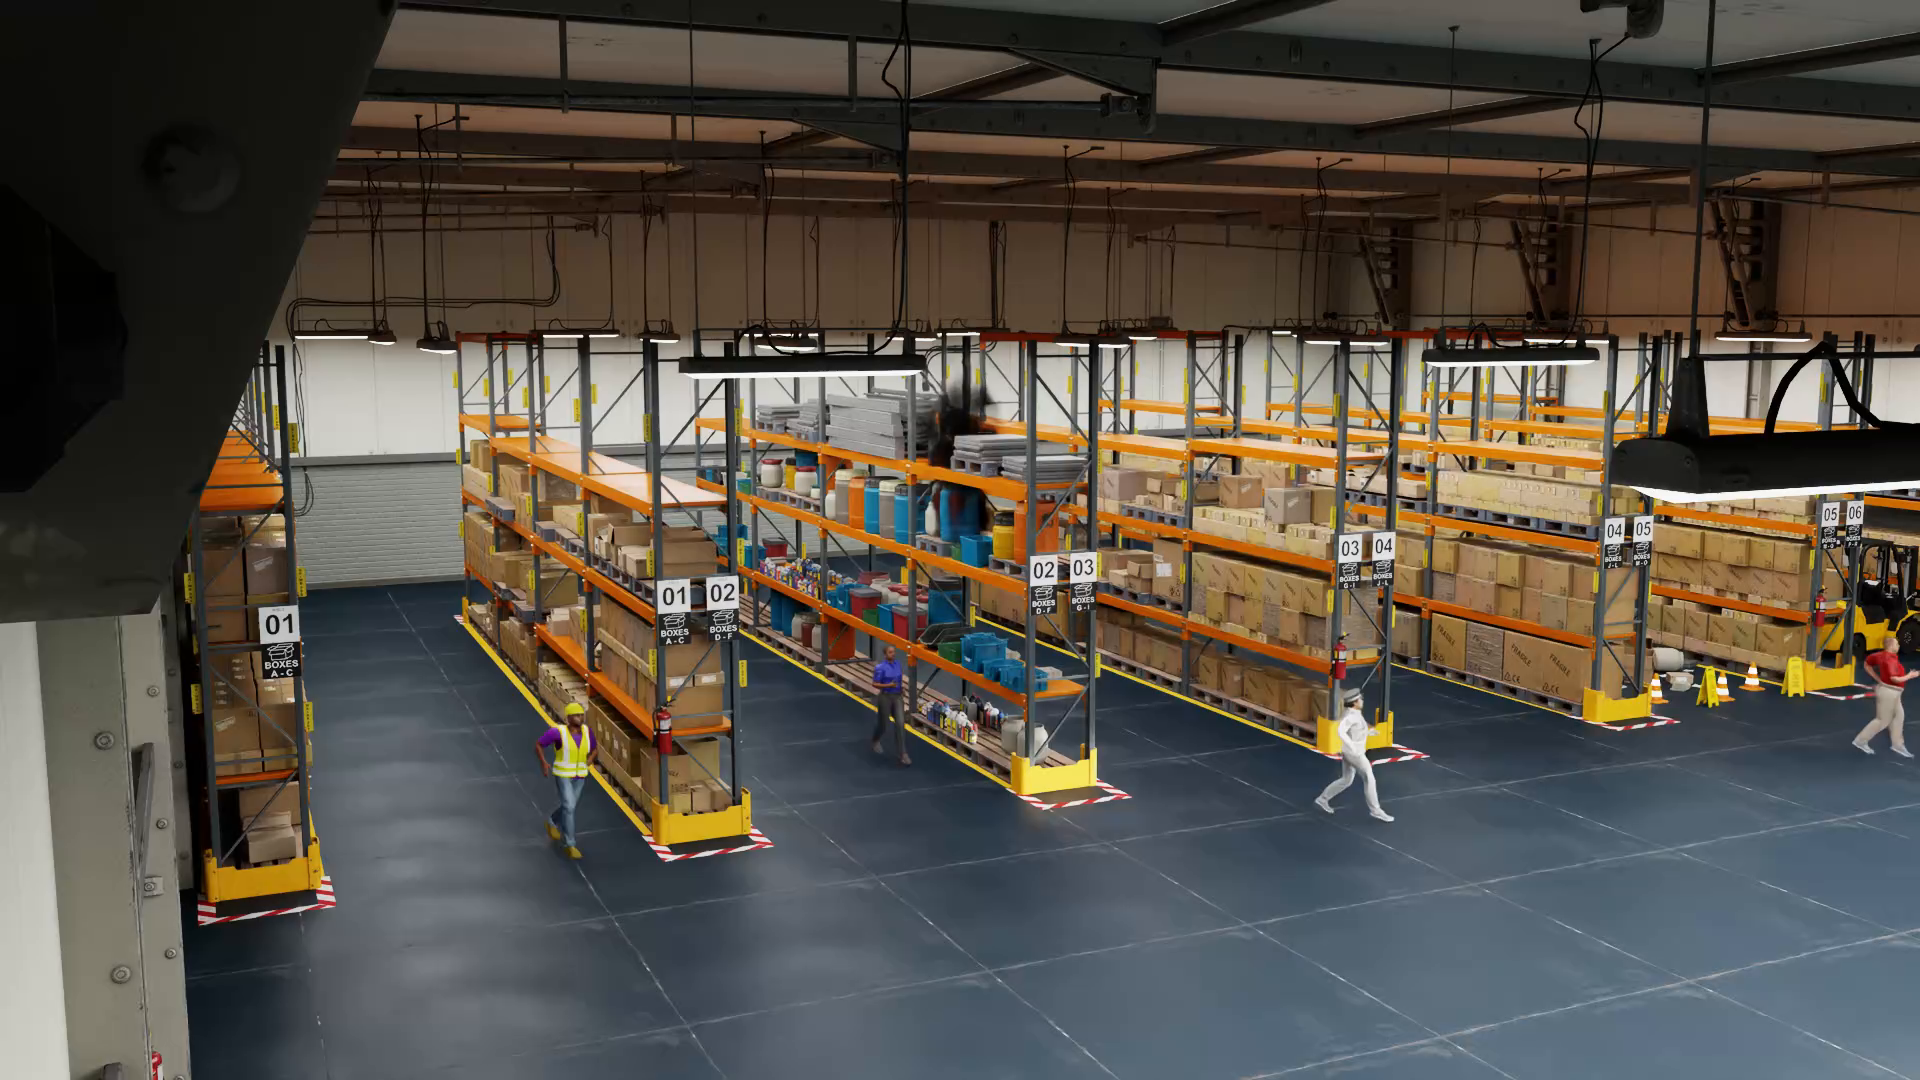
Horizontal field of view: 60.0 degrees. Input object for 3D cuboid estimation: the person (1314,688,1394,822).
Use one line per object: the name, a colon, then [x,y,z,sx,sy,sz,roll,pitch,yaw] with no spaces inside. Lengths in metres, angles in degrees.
person: [4.965,2.679,20.850,0.962,1.676,0.627,0,8,2]

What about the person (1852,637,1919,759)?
person: [13.299,2.261,23.850,0.840,1.772,0.644,2,8,18]

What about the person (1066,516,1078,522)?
person: [2.657,-0.040,41.618,0.735,1.544,0.653,-3,8,-22]

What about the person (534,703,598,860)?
person: [-4.636,2.816,19.798,0.725,1.784,0.919,-7,11,-44]

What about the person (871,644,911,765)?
person: [-0.992,2.304,23.665,0.575,1.644,0.909,-5,9,-30]
